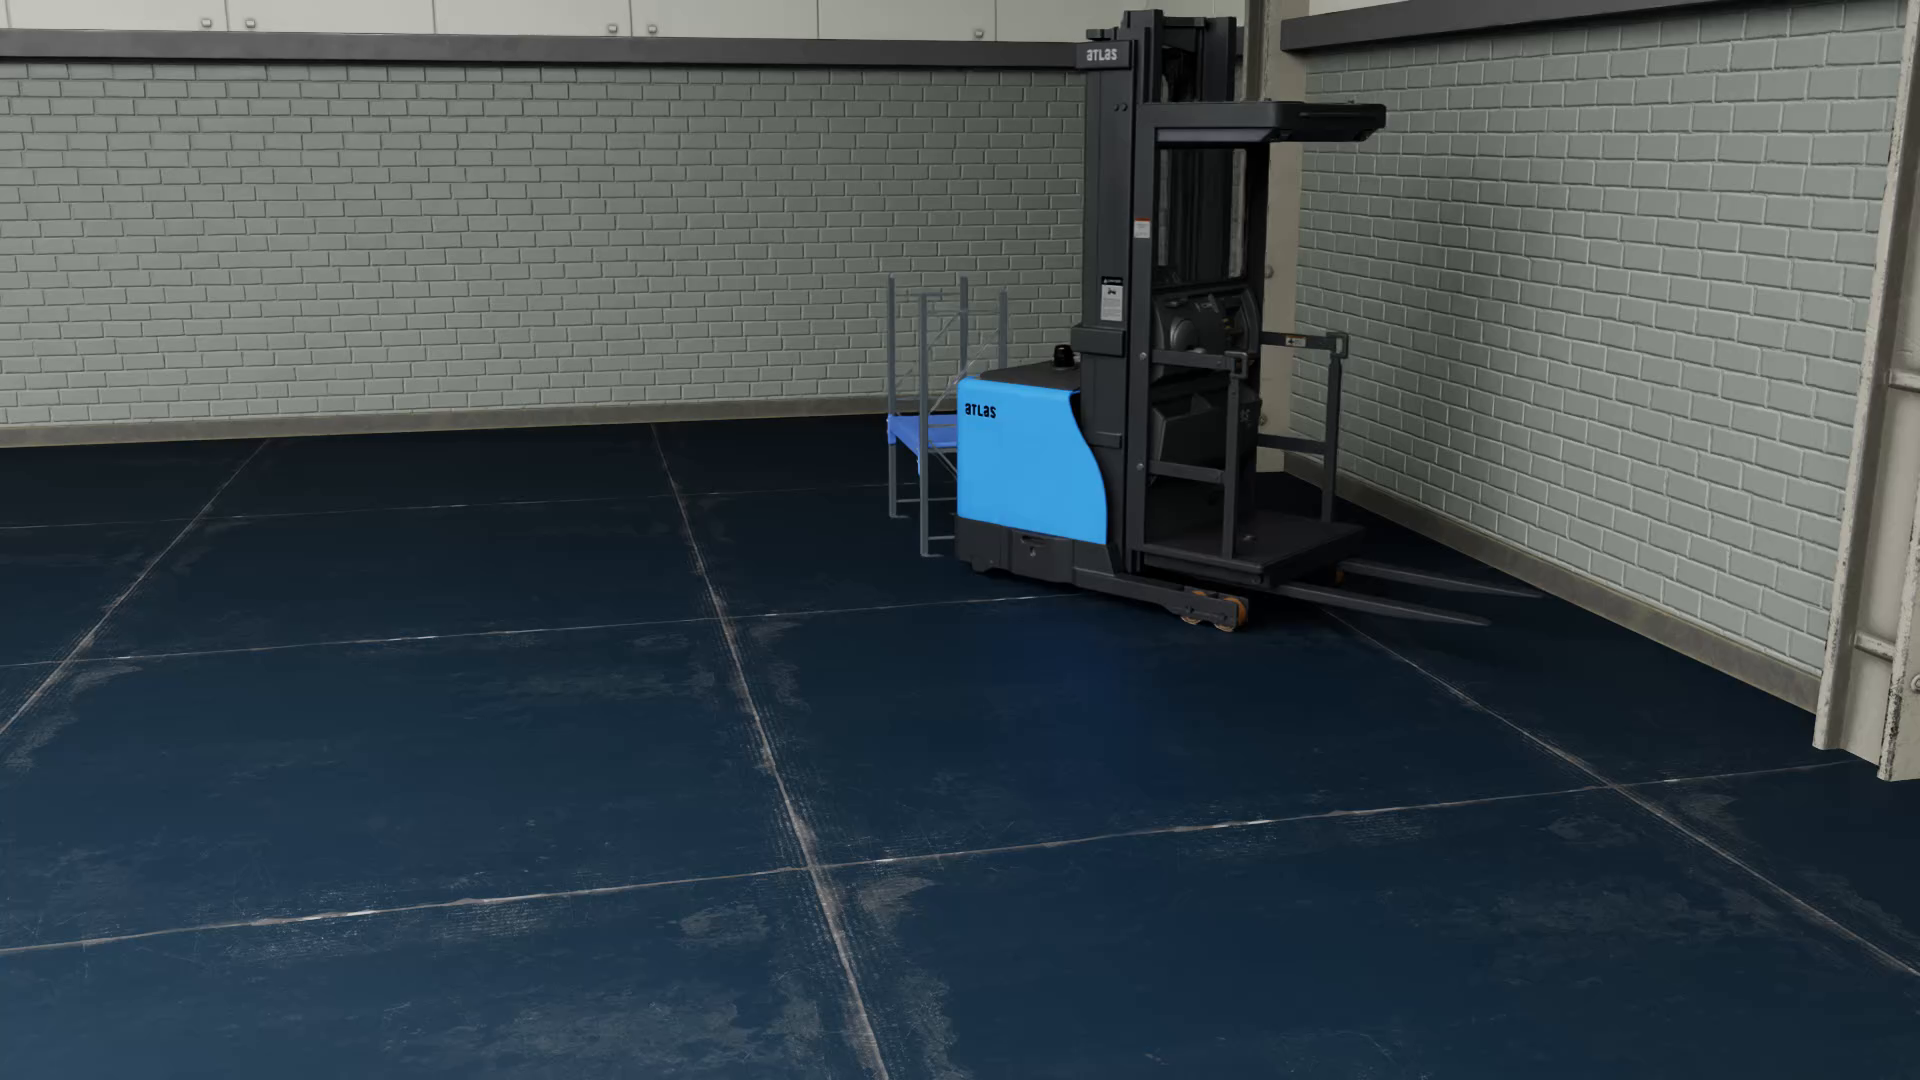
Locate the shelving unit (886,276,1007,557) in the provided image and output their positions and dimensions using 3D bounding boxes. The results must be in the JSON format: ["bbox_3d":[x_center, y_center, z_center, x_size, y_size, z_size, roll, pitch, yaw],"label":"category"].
[{"bbox_3d":[-0.092,-0.766,9.900,0.538,1.500,1.048,-3,14,-12],"label":"shelving unit"}]

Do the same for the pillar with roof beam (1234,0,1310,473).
[{"bbox_3d":[-2.019,-4.666,10.064,9.100,9.000,0.400,-3,14,-13],"label":"pillar with roof beam"}]

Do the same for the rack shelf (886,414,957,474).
[{"bbox_3d":[-0.092,-0.591,9.943,0.538,0.185,1.000,-3,14,-12],"label":"rack shelf"}]

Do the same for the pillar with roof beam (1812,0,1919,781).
[{"bbox_3d":[-0.610,-3.282,4.398,9.100,9.000,0.400,-3,14,-13],"label":"pillar with roof beam"}]

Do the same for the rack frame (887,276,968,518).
[{"bbox_3d":[-0.201,-0.883,10.383,0.500,1.500,0.032,-3,14,-12],"label":"rack frame"}]

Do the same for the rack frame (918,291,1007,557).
[{"bbox_3d":[0.017,-0.648,9.418,0.500,1.500,0.032,-3,14,-12],"label":"rack frame"}]

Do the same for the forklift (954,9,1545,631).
[{"bbox_3d":[1.420,-1.119,8.332,3.031,2.935,1.130,11,18,39],"label":"forklift"}]
